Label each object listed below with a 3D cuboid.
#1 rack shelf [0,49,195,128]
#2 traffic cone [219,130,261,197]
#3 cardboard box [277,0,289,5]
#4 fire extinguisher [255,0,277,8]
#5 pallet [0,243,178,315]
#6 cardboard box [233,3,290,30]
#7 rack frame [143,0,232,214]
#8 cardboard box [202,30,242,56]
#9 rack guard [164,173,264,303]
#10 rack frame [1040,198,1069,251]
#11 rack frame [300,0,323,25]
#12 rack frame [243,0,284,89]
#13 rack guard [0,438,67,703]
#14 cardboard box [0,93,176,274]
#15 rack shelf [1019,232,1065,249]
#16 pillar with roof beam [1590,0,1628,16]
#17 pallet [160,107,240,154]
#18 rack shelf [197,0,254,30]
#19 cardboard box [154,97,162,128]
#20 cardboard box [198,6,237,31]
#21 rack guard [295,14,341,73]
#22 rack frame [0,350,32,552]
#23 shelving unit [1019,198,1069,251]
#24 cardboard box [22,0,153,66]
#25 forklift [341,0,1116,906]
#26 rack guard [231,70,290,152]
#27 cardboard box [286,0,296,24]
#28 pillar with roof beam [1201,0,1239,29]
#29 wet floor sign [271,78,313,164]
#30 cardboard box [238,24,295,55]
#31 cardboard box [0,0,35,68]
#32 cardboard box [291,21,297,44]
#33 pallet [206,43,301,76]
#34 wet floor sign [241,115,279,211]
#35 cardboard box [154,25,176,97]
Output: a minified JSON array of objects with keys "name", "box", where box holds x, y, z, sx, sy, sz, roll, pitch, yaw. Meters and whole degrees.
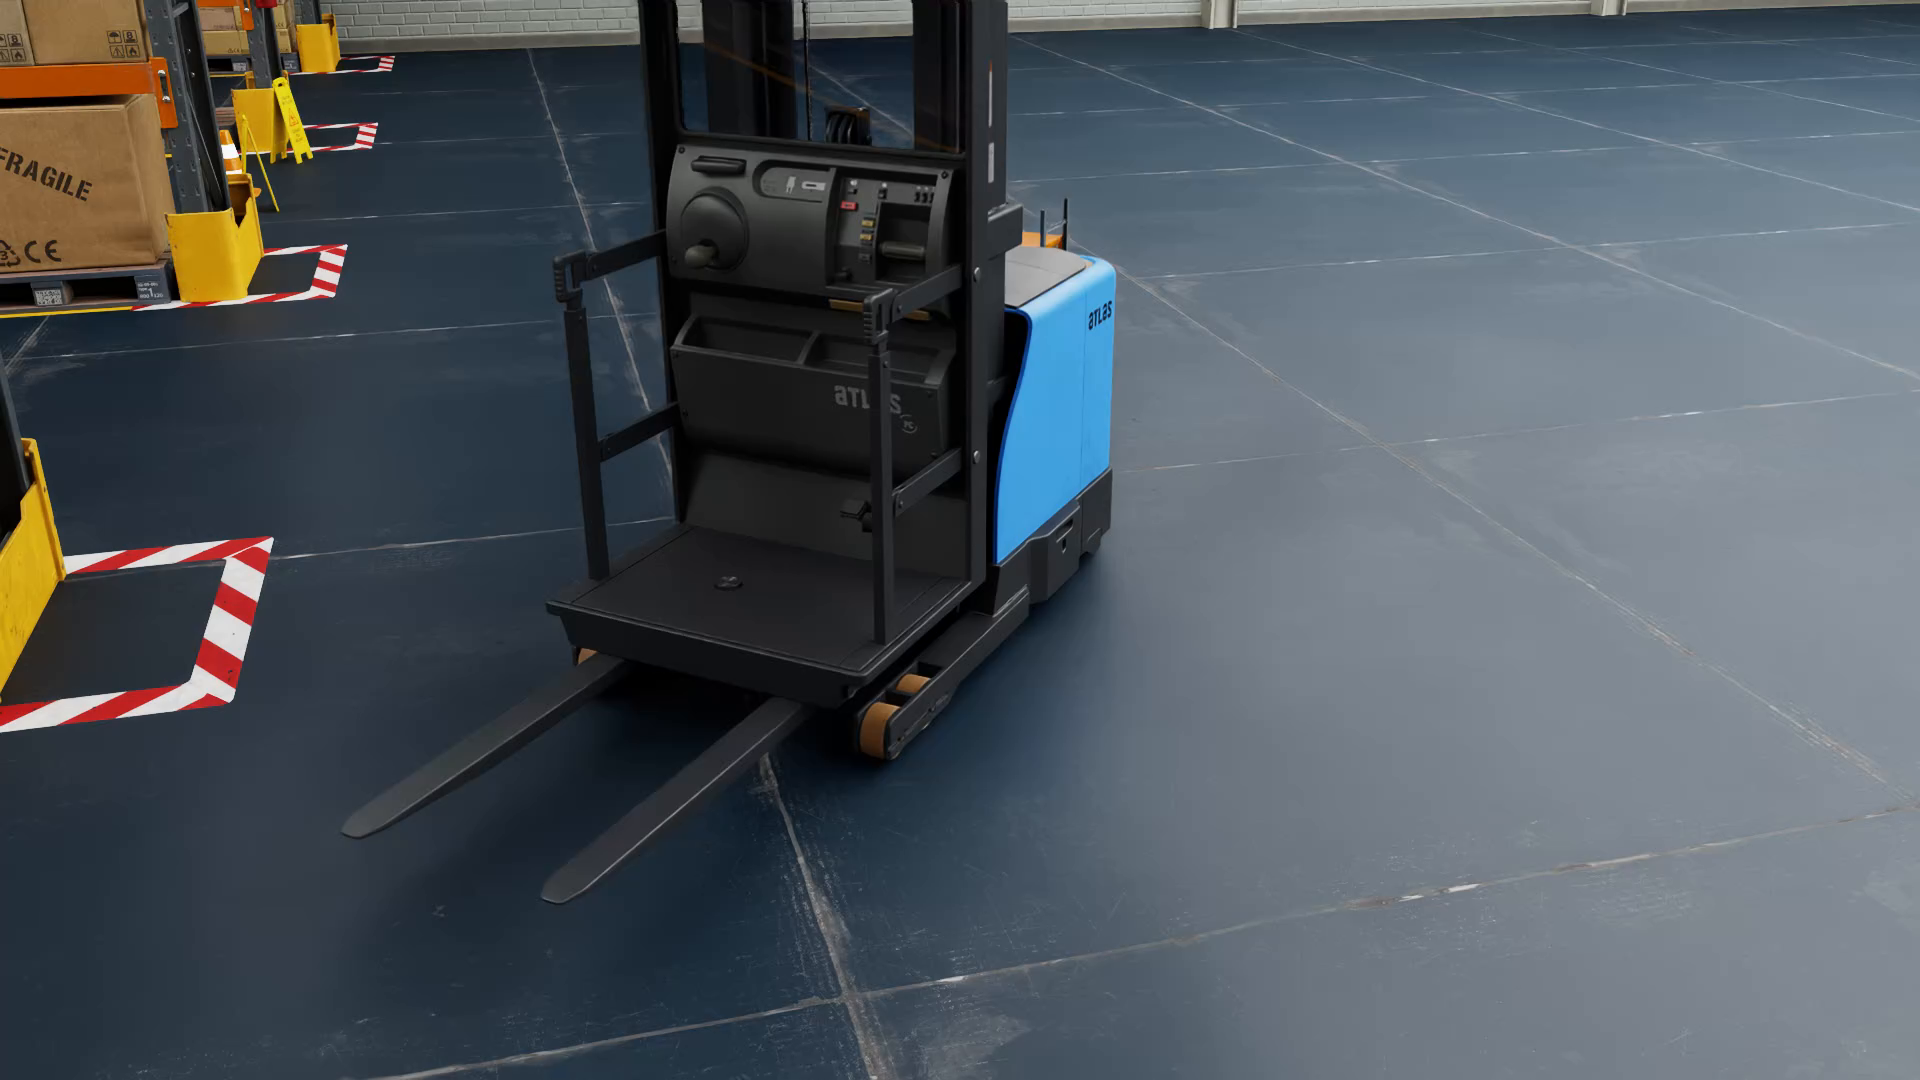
[{"name":"rack shelf","box":[-6.327,-2.399,8.950,4.000,0.370,1.077,-6,24,-14]},{"name":"traffic cone","box":[-5.274,-2.725,12.014,0.334,0.463,0.336,-6,24,-14]},{"name":"cardboard box","box":[-7.539,-5.917,17.922,0.500,0.250,0.500,-5,24,-13]},{"name":"fire extinguisher","box":[-5.601,-4.613,13.295,0.183,0.674,0.296,-6,24,-14]},{"name":"pallet","box":[-5.150,-1.546,9.587,1.213,0.211,1.003,-6,24,-14]},{"name":"cardboard box","box":[-7.564,-5.684,18.014,0.500,0.250,0.500,-7,24,-15]},{"name":"rack frame","box":[-4.401,-2.943,9.304,0.127,3.000,1.000,-6,24,-14]},{"name":"cardboard box","box":[-8.028,-5.406,17.998,0.500,0.250,0.500,-6,24,-14]},{"name":"rack guard","box":[-4.378,-1.797,9.803,0.348,0.500,1.175,-6,24,-14]},{"name":"rack frame","box":[0.347,-0.674,6.299,0.015,1.200,0.240,11,25,23]},{"name":"rack frame","box":[-7.180,-6.696,18.050,0.127,3.000,1.000,-6,24,-14]},{"name":"rack frame","box":[-5.836,-4.811,13.659,0.127,3.000,1.000,-6,24,-14]},{"name":"rack guard","box":[-3.232,0.108,5.365,0.348,0.500,1.175,-6,24,-14]},{"name":"cardboard box","box":[-5.036,-2.062,9.414,0.875,0.875,0.875,-6,24,-14]},{"name":"rack shelf","box":[0.127,-1.077,6.241,0.480,0.148,0.258,11,25,23]},{"name":"pillar with roof beam","box":[10.400,-10.003,18.151,0.400,9.000,9.100,-6,24,-14]},{"name":"pallet","box":[-6.701,-3.449,14.020,1.213,0.211,1.003,-6,24,-14]},{"name":"rack shelf","box":[-7.761,-4.268,13.305,4.000,0.370,1.077,-6,24,-14]},{"name":"cardboard box","box":[-6.564,-3.550,13.674,0.500,0.250,0.500,-6,24,-15]},{"name":"cardboard box","box":[-8.050,-5.635,17.899,0.500,0.250,0.500,-7,24,-15]},{"name":"rack guard","box":[-7.157,-5.549,18.549,0.348,0.500,1.175,-6,24,-14]},{"name":"rack frame","box":[-3.159,-1.049,4.891,0.127,3.000,1.000,-6,24,-14]},{"name":"shelving unit","box":[0.127,-0.716,6.396,0.503,1.200,0.258,11,25,23]},{"name":"cardboard box","box":[-4.746,-2.955,9.143,0.550,0.550,0.875,-6,24,-14]},{"name":"forklift","box":[-0.540,-0.912,4.657,1.130,2.935,3.031,11,26,24]},{"name":"rack guard","box":[-5.909,-3.655,14.133,0.348,0.500,1.175,-6,24,-14]},{"name":"cardboard box","box":[-7.689,-5.883,18.478,0.500,0.250,0.500,-6,24,-13]},{"name":"pillar with roof beam","box":[4.623,-9.364,16.662,0.400,9.000,9.100,-6,24,-14]},{"name":"wet floor sign","box":[-5.364,-3.343,13.224,0.232,0.644,0.267,2,23,4]},{"name":"cardboard box","box":[-7.547,-5.455,18.113,0.500,0.250,0.500,-6,24,-14]},{"name":"cardboard box","box":[-5.270,-2.888,8.987,0.550,0.550,0.875,-6,24,-14]},{"name":"cardboard box","box":[-7.706,-5.647,18.561,0.500,0.250,0.500,-6,24,-14]},{"name":"pallet","box":[-7.905,-5.317,18.373,1.213,0.211,1.003,-6,24,-14]},{"name":"wet floor sign","box":[-4.908,-2.616,11.528,0.232,0.644,0.267,-11,25,-23]},{"name":"cardboard box","box":[-6.537,-3.901,13.541,0.500,0.500,0.500,-6,24,-14]}]
